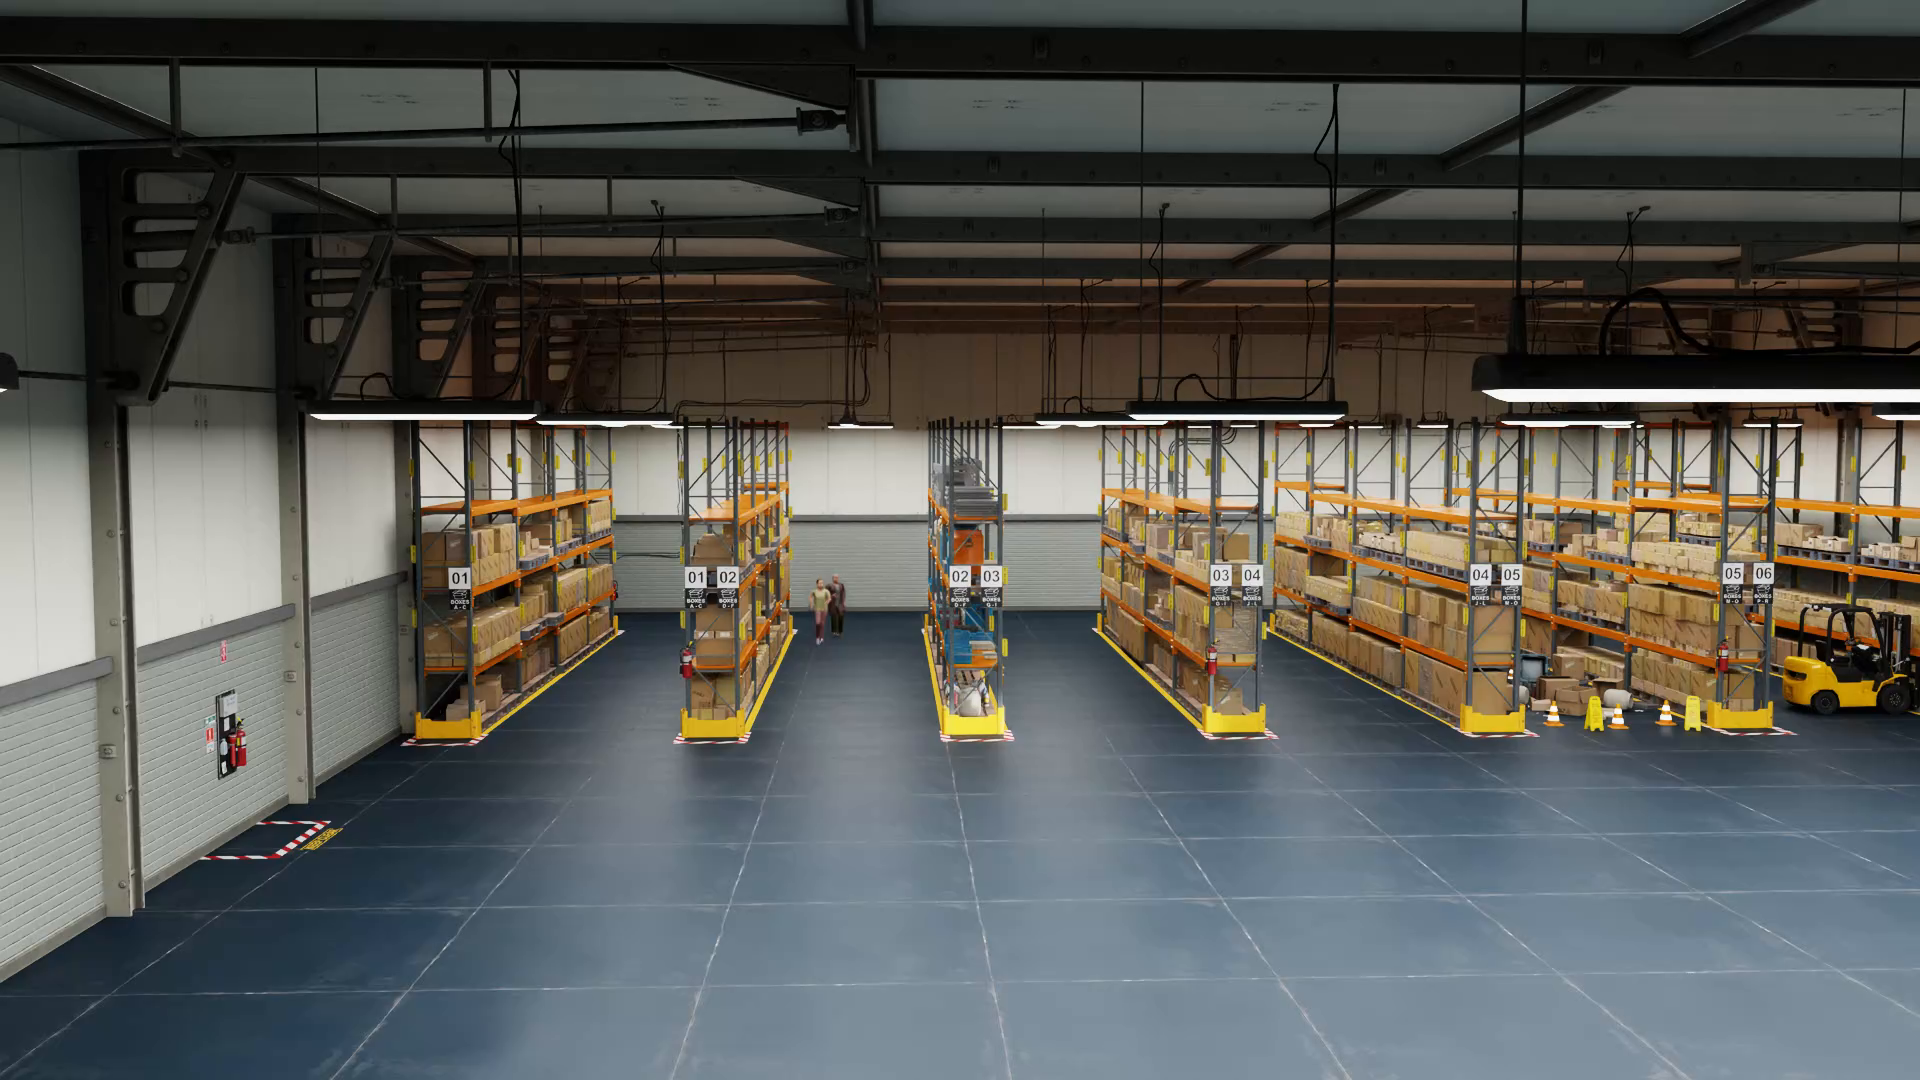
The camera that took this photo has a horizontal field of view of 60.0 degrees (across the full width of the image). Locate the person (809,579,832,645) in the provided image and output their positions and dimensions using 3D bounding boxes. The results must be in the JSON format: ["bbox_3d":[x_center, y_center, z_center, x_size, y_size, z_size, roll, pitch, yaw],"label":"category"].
[{"bbox_3d":[-3.565,1.835,42.539,0.571,1.695,0.632,-1,4,-8],"label":"person"}]

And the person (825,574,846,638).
[{"bbox_3d":[-3.458,1.854,46.148,0.688,1.837,0.777,-1,4,-20],"label":"person"}]

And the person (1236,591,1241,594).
[{"bbox_3d":[7.728,1.805,47.807,0.692,1.632,0.868,2,4,22],"label":"person"}]
